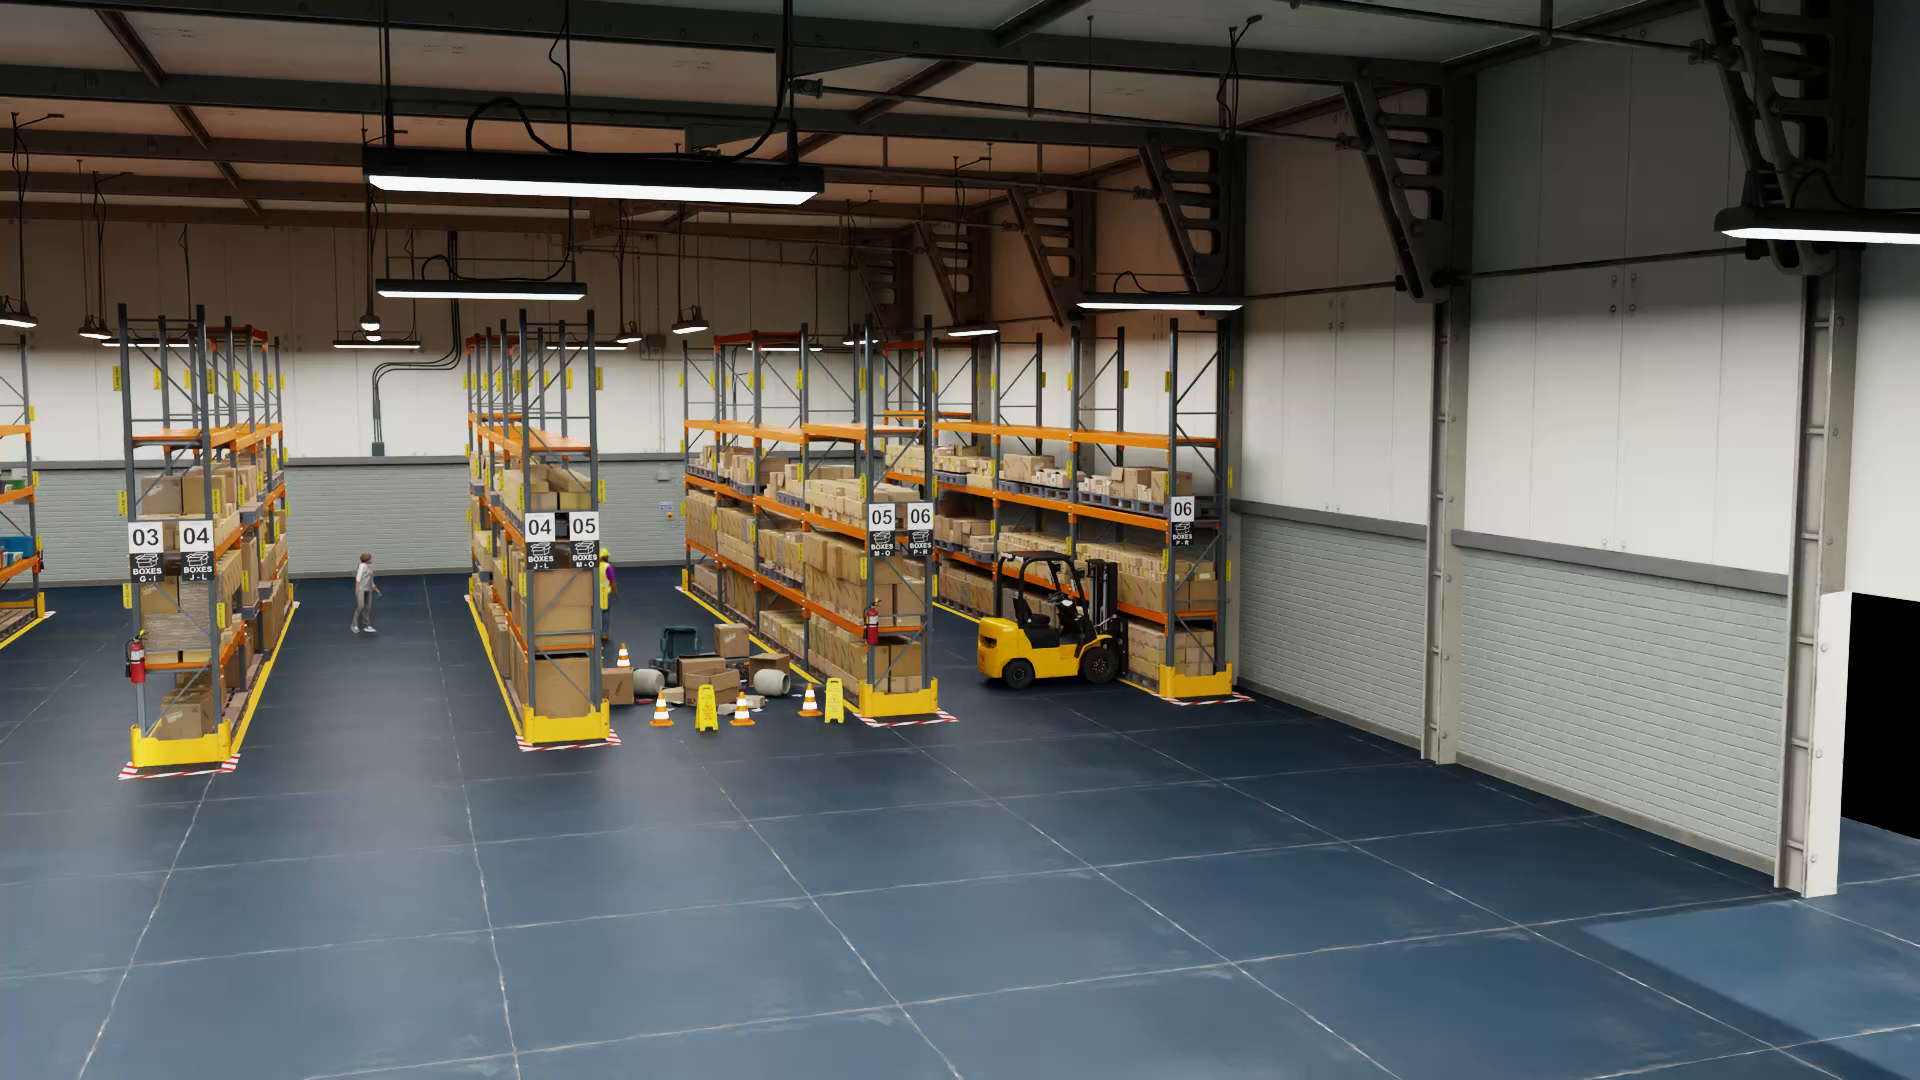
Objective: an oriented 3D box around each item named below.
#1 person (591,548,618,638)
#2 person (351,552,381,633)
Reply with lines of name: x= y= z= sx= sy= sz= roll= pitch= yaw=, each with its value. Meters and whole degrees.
person: x=-6.976 y=1.036 z=32.369 sx=0.622 sy=1.755 sz=0.501 roll=-1 pitch=6 yaw=-13
person: x=-11.901 y=1.058 z=33.243 sx=0.400 sy=1.594 sz=0.609 roll=1 pitch=6 yaw=15
